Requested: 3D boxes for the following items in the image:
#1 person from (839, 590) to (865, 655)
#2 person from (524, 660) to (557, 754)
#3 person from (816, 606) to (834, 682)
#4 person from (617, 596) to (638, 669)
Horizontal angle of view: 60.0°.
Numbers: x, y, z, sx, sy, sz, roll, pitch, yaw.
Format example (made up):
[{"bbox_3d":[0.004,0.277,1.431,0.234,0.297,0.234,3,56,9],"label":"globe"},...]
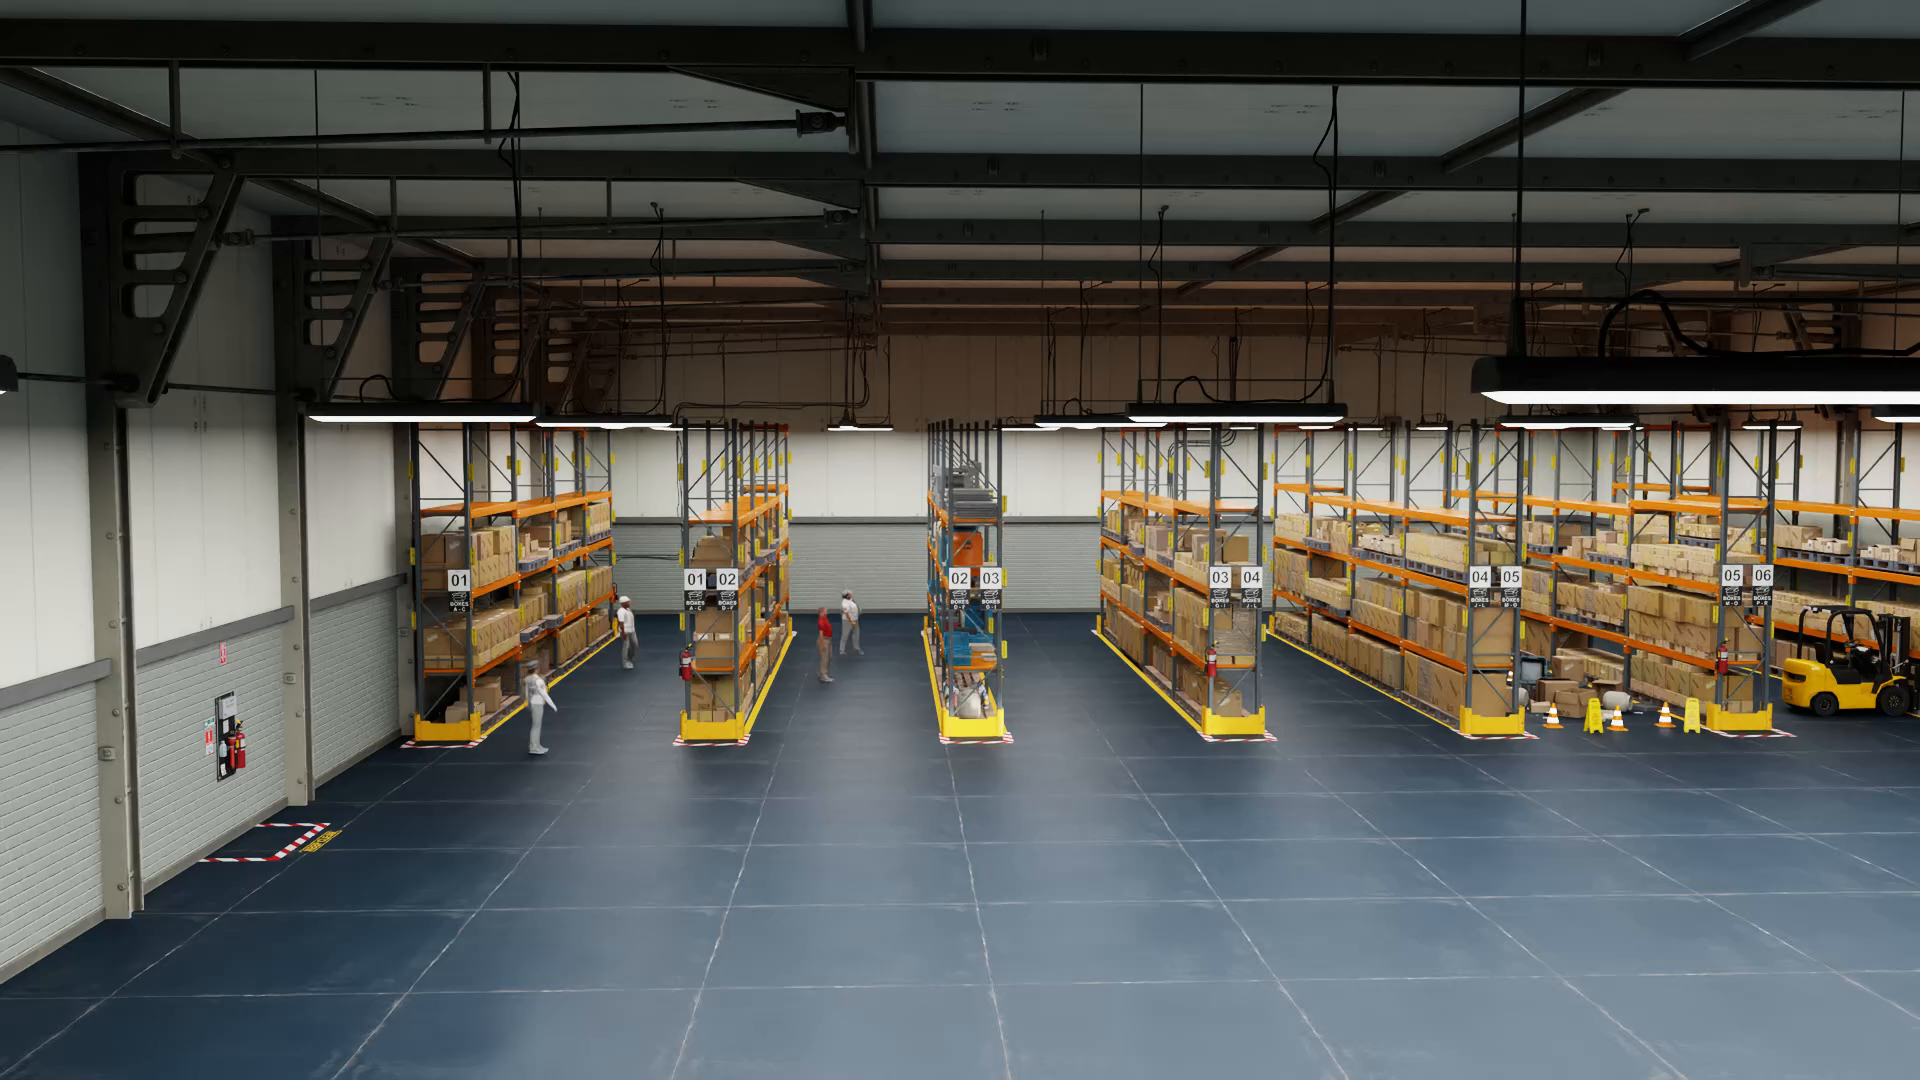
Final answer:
[{"bbox_3d":[-2.755,2.103,42.274,0.536,1.671,0.653,2,4,27],"label":"person"},{"bbox_3d":[-7.503,2.983,29.740,0.553,1.681,0.514,-1,4,-20],"label":"person"},{"bbox_3d":[-3.146,2.414,38.581,0.485,1.765,0.608,0,4,6],"label":"person"},{"bbox_3d":[-8.115,2.252,40.592,0.474,1.768,0.625,2,4,26],"label":"person"}]
